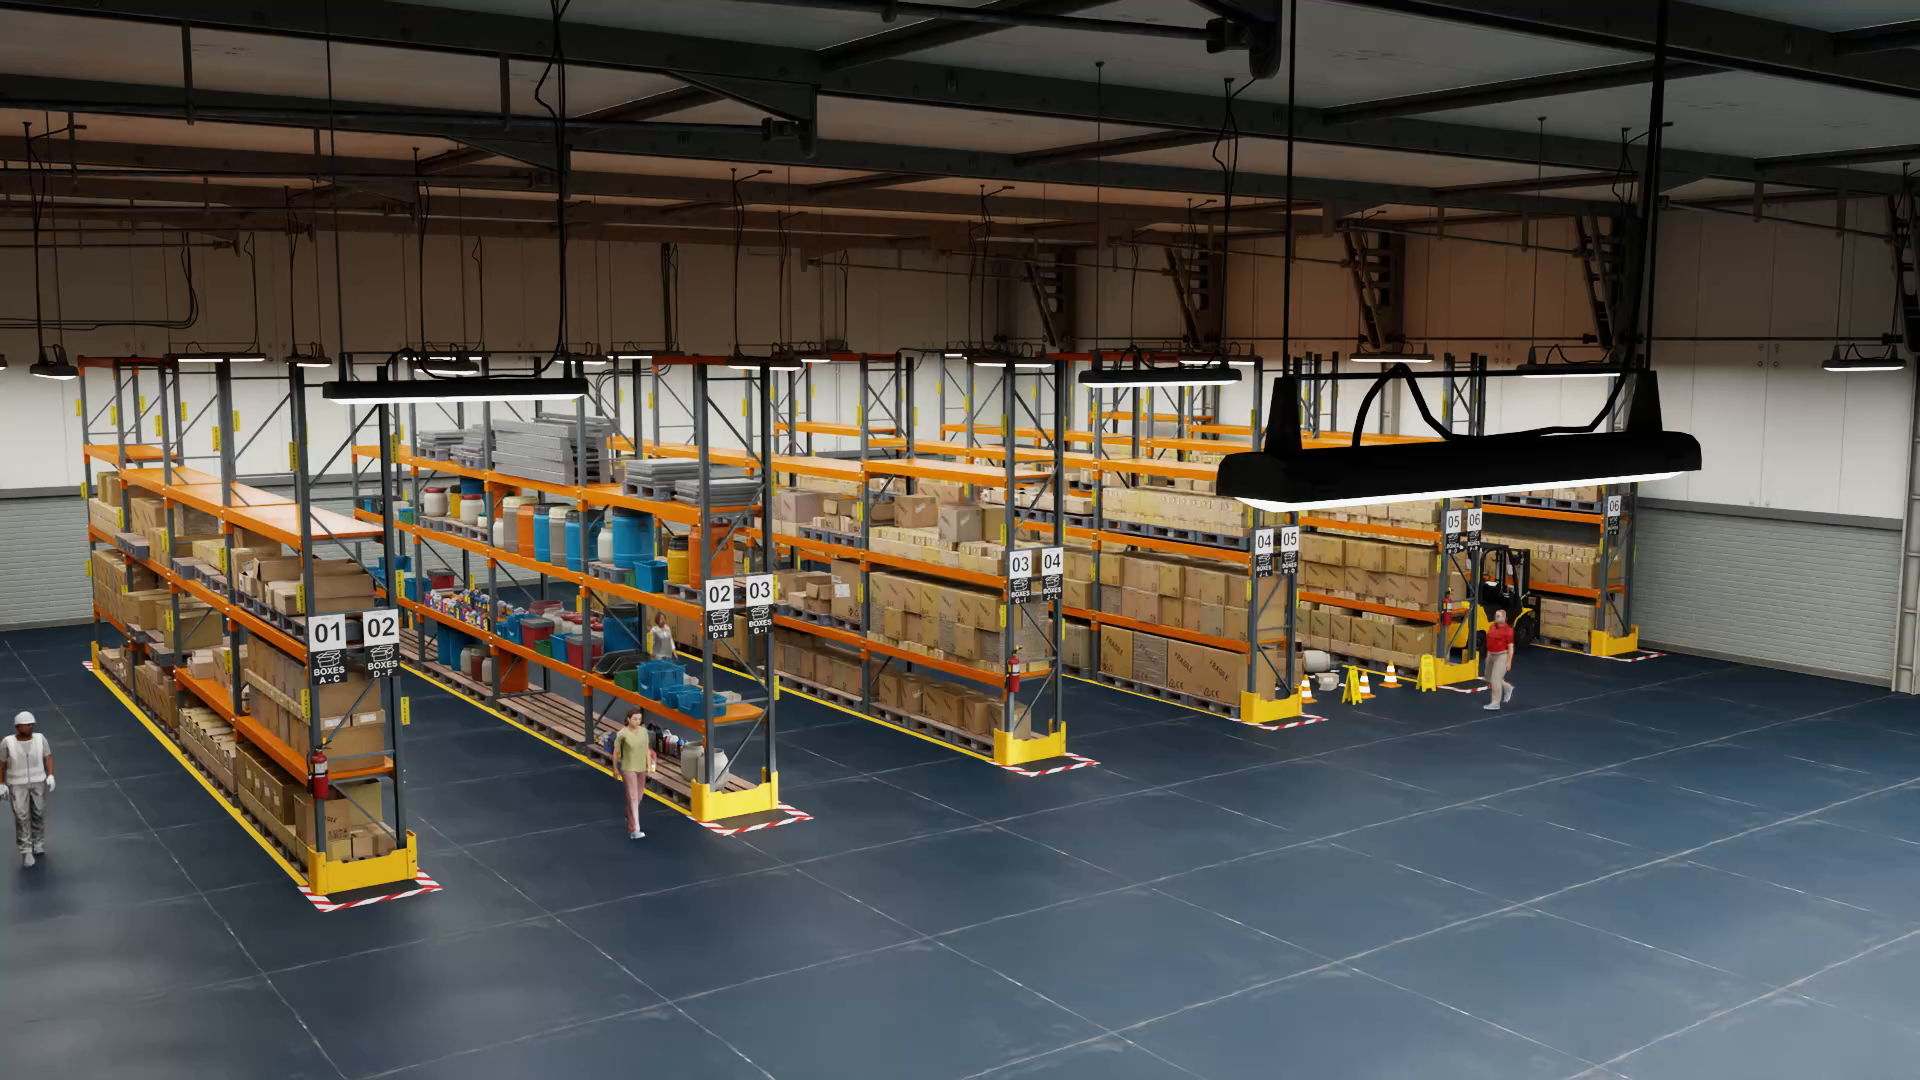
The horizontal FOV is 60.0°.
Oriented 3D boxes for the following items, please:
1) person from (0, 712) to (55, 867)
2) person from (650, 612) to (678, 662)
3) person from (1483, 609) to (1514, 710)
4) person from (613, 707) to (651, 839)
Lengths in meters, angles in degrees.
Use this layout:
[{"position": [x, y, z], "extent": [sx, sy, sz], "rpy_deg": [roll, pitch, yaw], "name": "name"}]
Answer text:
[{"position": [-11.324, 3.009, 20.253], "extent": [0.586, 1.786, 0.730], "rpy_deg": [-6, 9, -42], "name": "person"}, {"position": [-5.196, 2.025, 29.057], "extent": [0.435, 1.538, 0.972], "rpy_deg": [-6, 9, -41], "name": "person"}, {"position": [9.256, 2.025, 28.445], "extent": [0.786, 1.698, 0.547], "rpy_deg": [-3, 8, -24], "name": "person"}, {"position": [-4.167, 2.949, 21.276], "extent": [0.483, 1.628, 0.910], "rpy_deg": [-7, 10, -44], "name": "person"}]
